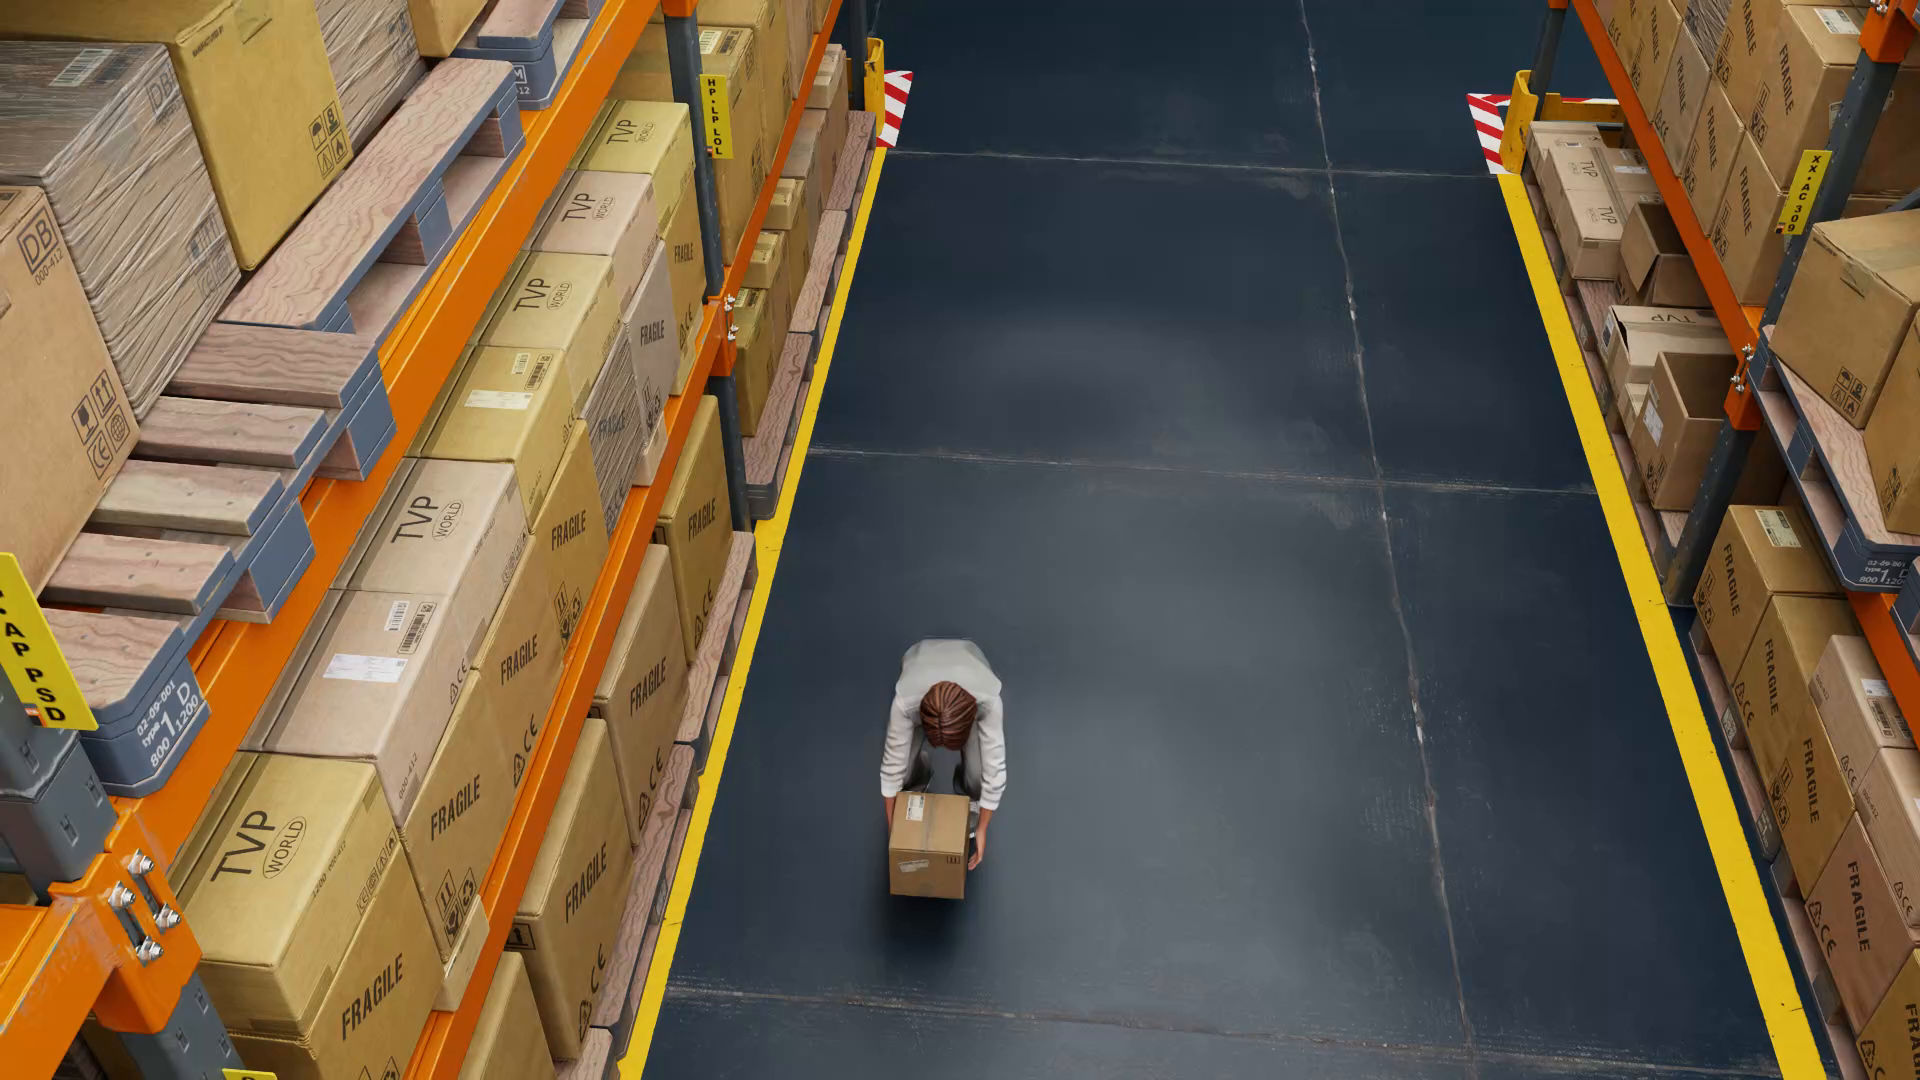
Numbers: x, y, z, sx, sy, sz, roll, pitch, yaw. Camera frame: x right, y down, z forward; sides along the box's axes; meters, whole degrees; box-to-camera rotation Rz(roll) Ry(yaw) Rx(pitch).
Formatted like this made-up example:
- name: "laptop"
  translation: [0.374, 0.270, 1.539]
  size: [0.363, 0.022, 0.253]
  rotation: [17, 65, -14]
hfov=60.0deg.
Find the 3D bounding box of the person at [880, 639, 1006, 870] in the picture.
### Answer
- name: "person"
  translation: [-0.046, 0.690, 5.861]
  size: [0.452, 0.948, 0.782]
  rotation: [4, 41, 4]
